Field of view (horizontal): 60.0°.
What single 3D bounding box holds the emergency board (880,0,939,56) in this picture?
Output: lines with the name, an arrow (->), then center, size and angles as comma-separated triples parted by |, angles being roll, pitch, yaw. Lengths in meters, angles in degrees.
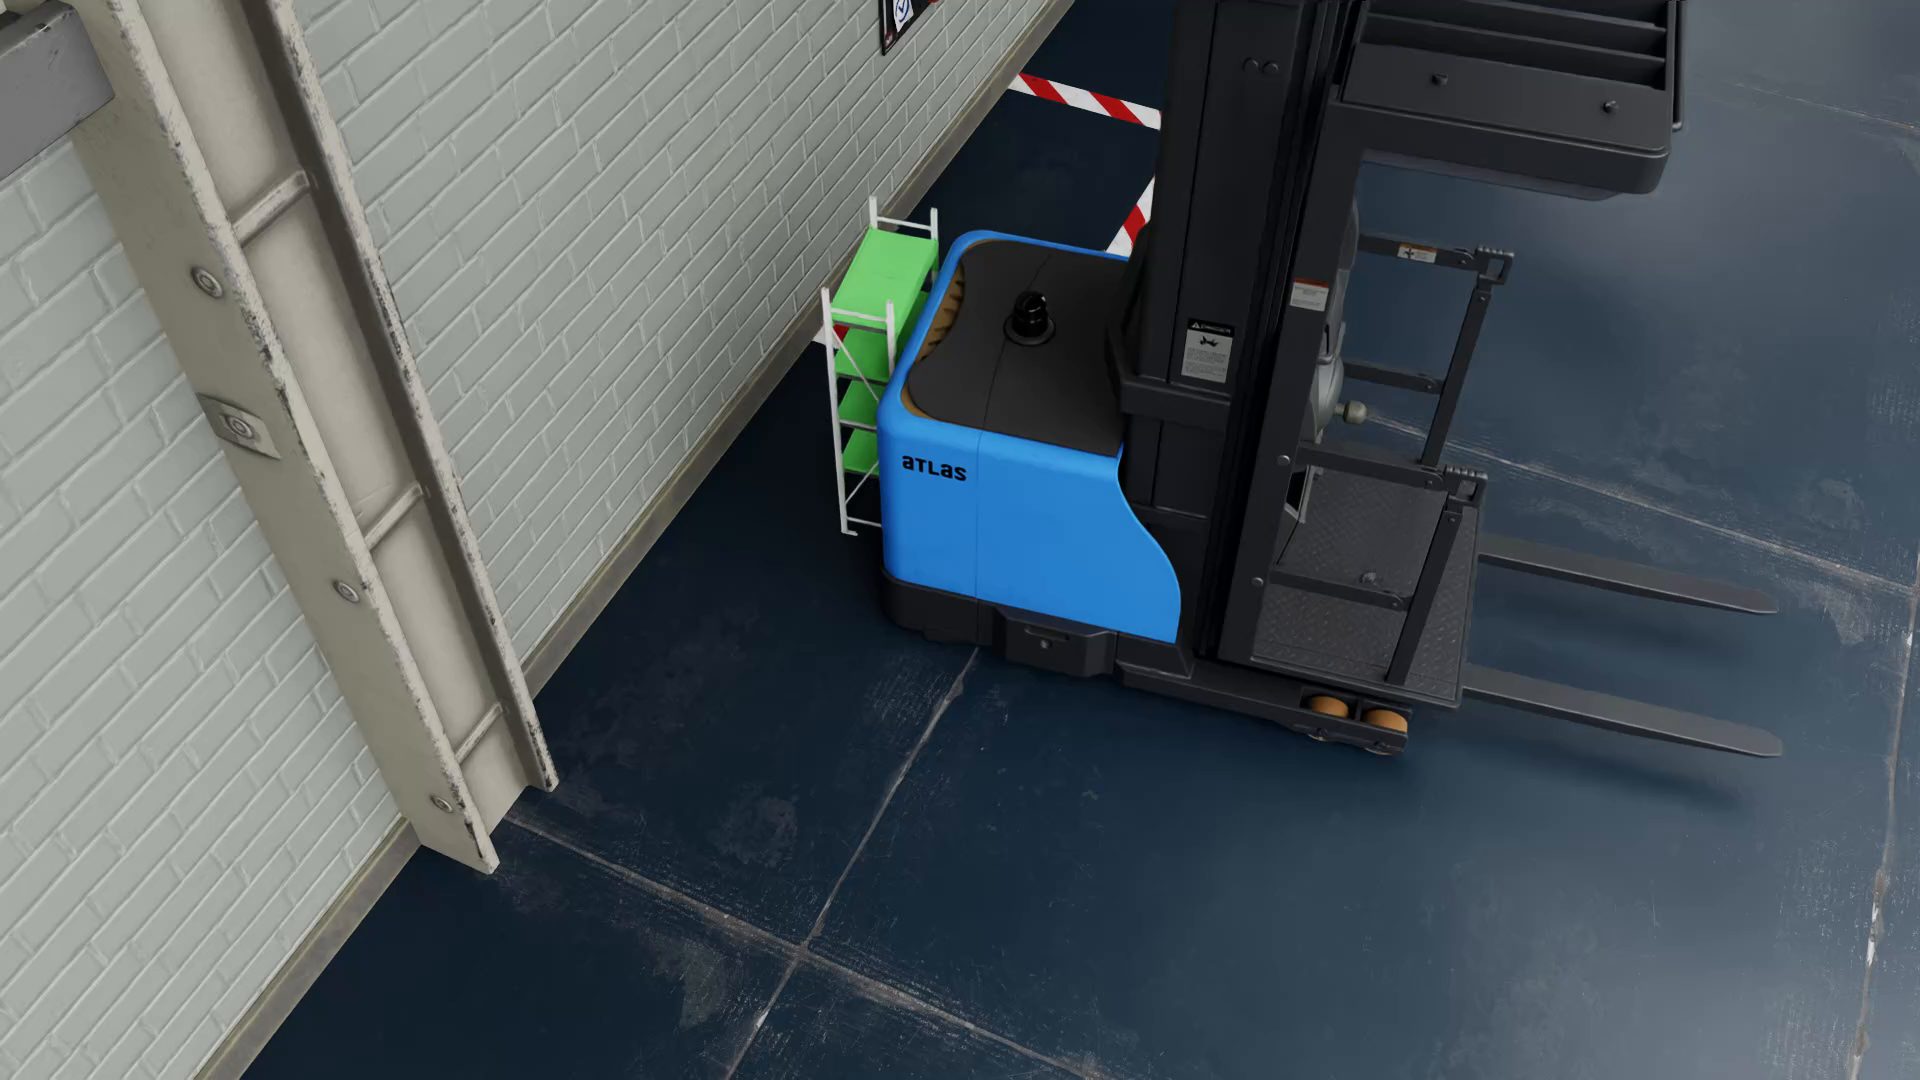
emergency board -> -0.088, -2.525, 6.429 | 0.194, 1.169, 0.643 | 20, 52, 16

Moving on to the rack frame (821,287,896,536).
rack frame -> -0.330, -0.396, 5.799 | 0.240, 1.200, 0.015 | 13, 51, 11

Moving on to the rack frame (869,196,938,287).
rack frame -> -0.192, -0.753, 6.103 | 0.240, 1.200, 0.015 | 13, 51, 11

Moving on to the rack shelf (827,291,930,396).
rack shelf -> -0.261, -0.689, 5.817 | 0.258, 0.148, 0.480 | 13, 51, 11

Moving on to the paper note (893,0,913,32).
paper note -> -0.227, -2.140, 6.680 | 0.016, 0.148, 0.142 | 20, 52, 16

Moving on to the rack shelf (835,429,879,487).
rack shelf -> -0.261, -0.378, 6.182 | 0.258, 0.148, 0.480 | 13, 51, 11

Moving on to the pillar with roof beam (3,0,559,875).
pillar with roof beam -> 2.331, -0.626, 0.874 | 9.100, 9.000, 0.400 | 20, 52, 16

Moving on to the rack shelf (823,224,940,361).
rack shelf -> -0.262, -0.844, 5.634 | 0.258, 0.148, 0.480 | 13, 51, 11

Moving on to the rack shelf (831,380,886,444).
rack shelf -> -0.261, -0.533, 6.000 | 0.258, 0.148, 0.480 | 13, 51, 11

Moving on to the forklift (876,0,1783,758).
forklift -> 1.296, -0.678, 4.902 | 3.031, 2.935, 1.130 | 13, 51, 11

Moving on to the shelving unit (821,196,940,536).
shelving unit -> -0.261, -0.575, 5.951 | 0.258, 1.200, 0.503 | 13, 51, 11
